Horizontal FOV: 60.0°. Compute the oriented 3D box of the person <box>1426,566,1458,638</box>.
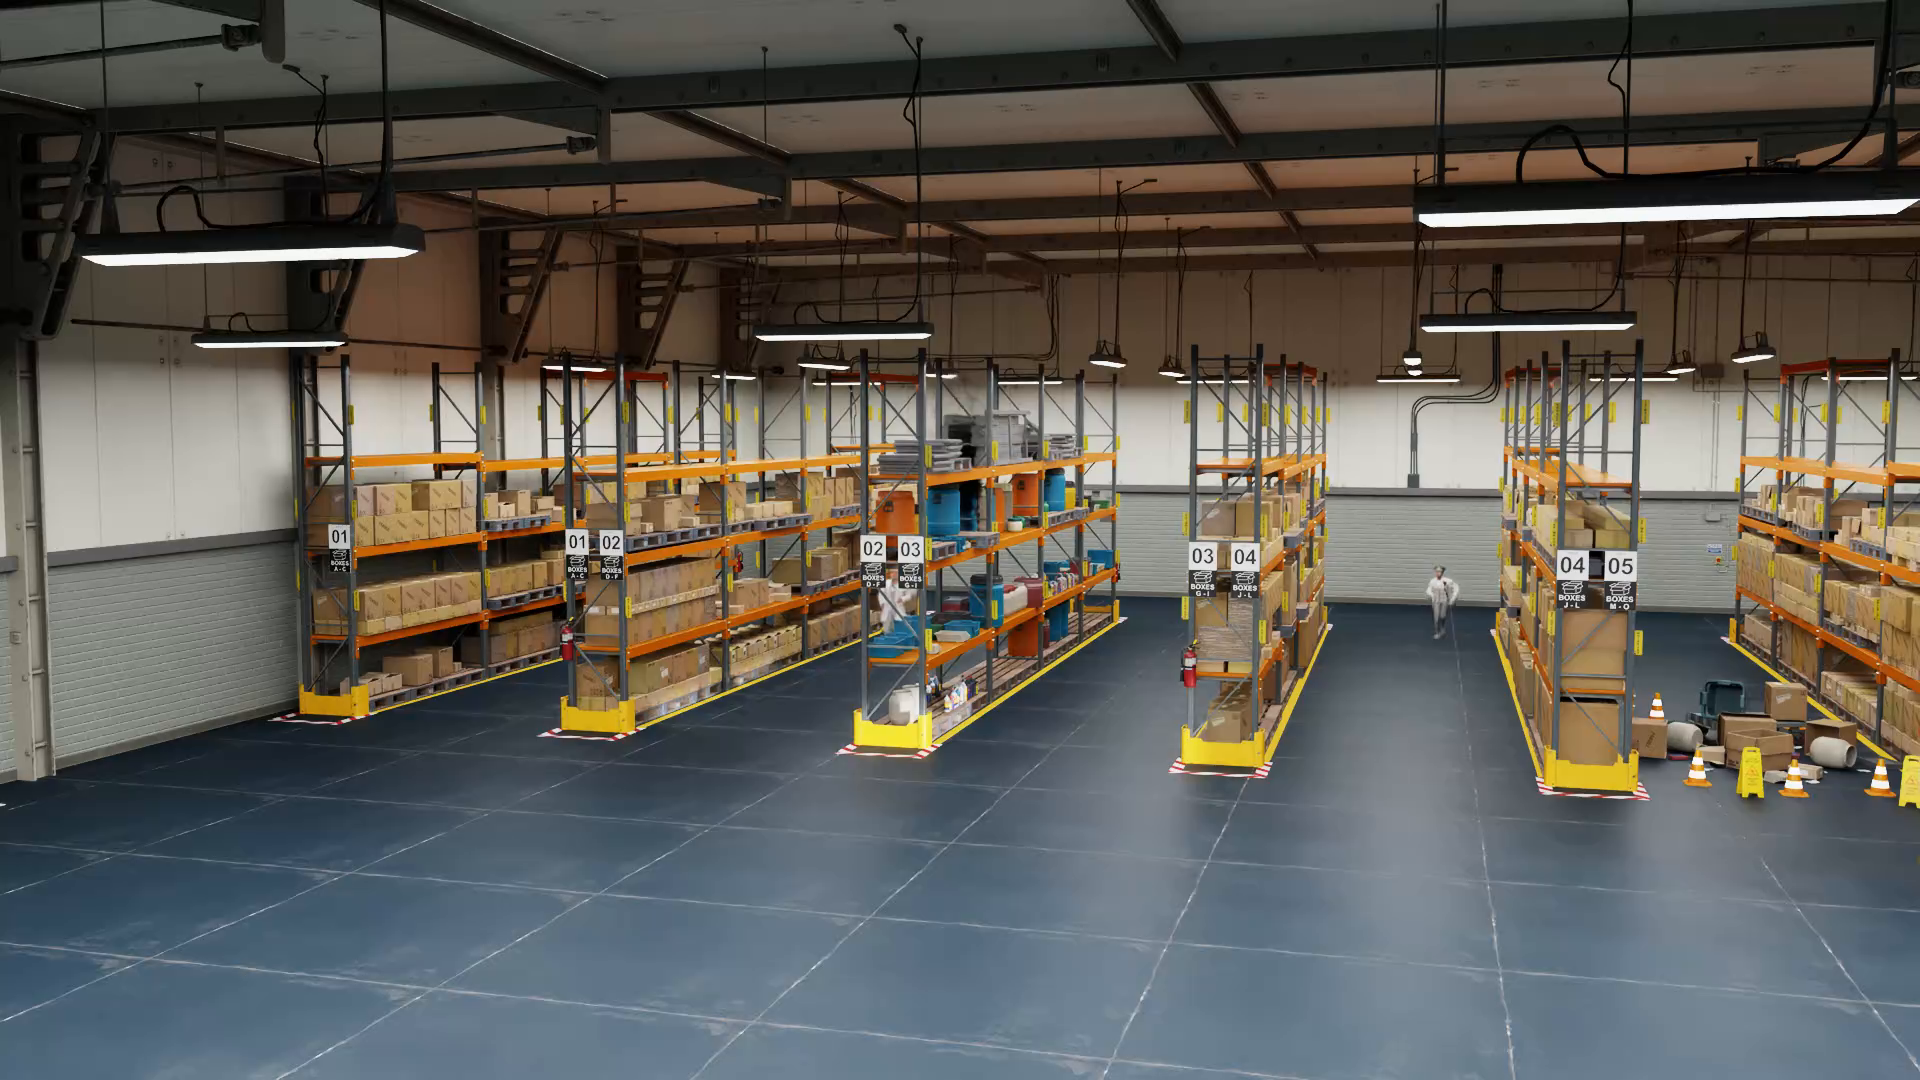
[{"bbox_3d":[10.719,1.394,37.044,0.636,1.655,0.735,2,5,28],"label":"person"}]

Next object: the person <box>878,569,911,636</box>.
[{"bbox_3d":[-1.307,1.439,32.330,0.694,1.804,0.642,1,4,8],"label":"person"}]
